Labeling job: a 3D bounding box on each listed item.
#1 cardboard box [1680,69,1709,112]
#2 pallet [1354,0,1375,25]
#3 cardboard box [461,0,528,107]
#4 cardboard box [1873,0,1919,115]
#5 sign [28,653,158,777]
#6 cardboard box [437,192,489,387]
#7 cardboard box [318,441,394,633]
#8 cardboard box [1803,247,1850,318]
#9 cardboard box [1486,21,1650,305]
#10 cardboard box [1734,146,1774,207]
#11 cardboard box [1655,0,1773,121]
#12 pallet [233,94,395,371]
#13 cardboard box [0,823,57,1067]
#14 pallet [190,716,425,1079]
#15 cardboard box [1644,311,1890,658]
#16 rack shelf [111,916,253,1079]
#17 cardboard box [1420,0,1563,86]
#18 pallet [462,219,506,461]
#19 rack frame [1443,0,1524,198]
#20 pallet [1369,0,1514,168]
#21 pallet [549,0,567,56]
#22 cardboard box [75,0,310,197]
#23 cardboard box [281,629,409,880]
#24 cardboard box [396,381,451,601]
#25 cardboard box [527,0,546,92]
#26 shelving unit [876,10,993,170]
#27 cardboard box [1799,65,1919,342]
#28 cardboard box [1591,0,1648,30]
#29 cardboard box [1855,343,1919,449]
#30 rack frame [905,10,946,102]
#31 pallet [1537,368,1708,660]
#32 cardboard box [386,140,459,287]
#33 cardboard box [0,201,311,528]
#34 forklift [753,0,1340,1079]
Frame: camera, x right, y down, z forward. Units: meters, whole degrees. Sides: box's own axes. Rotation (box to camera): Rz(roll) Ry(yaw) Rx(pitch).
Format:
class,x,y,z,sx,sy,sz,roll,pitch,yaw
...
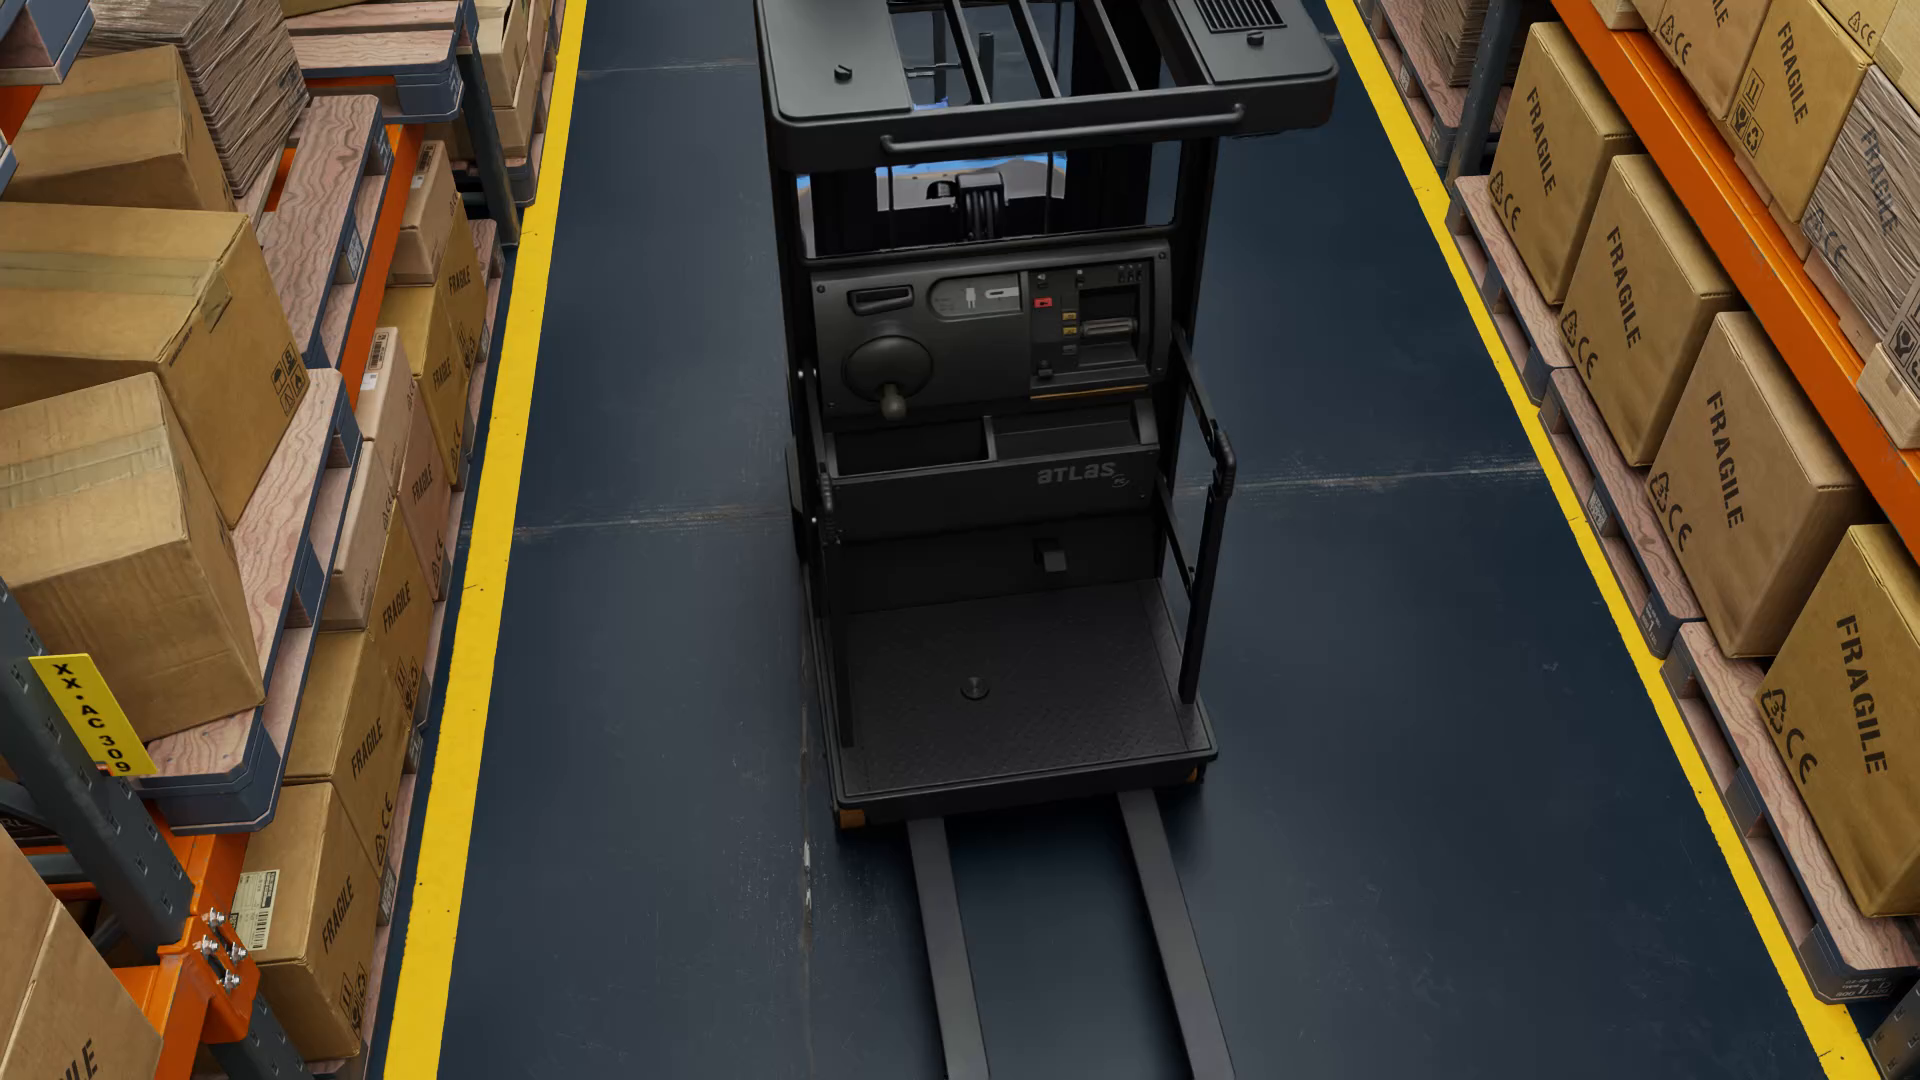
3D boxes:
class,x,y,z,sx,sy,sz,roll,pitch,yaw
cardboard box,2.522,-1.488,5.253,0.380,0.149,0.250,-3,47,-2
pallet,2.438,-3.049,8.492,1.003,0.211,1.213,-3,47,-3
cardboard box,-2.086,-2.046,6.841,0.500,0.311,0.500,-2,47,-2
cardboard box,2.566,-1.131,3.951,0.500,0.250,0.500,-3,47,-3
sign,-1.460,0.300,2.804,0.100,0.325,0.005,-3,47,-3
cardboard box,-2.023,-0.887,5.943,0.500,0.500,0.500,-2,47,-2
cardboard box,-1.882,-0.002,4.588,0.500,0.250,0.500,-3,47,-3
cardboard box,2.563,-0.737,4.542,0.380,0.149,0.250,-5,47,-4
cardboard box,2.532,-1.427,6.227,0.750,0.750,0.750,-4,47,-4
cardboard box,2.537,-1.121,4.905,0.380,0.149,0.250,-3,47,-3
cardboard box,2.461,-1.600,4.912,0.500,0.500,0.500,-4,47,-3
pallet,-2.168,-0.785,4.560,1.003,0.211,1.213,-3,47,-3
cardboard box,-1.700,0.608,2.351,0.500,0.500,0.500,-3,47,-3
pallet,-2.106,1.009,4.649,1.003,0.211,1.213,-3,47,-3
cardboard box,2.674,-0.178,5.044,0.750,0.750,0.750,-2,47,-2
rack shelf,-1.833,2.330,1.972,1.077,0.370,4.000,-3,47,-3
cardboard box,2.488,-2.371,7.348,0.700,0.500,0.500,-3,47,-3
pallet,-2.310,-0.757,6.321,1.003,0.211,1.213,-3,47,-3
rack frame,2.601,-2.562,6.110,1.000,3.000,0.127,-3,47,-3
pallet,2.537,-2.168,7.658,1.003,0.211,1.213,-3,47,-3
pallet,-2.464,-2.778,8.235,1.003,0.211,1.213,-3,47,-3
cardboard box,-2.284,-1.315,4.571,0.700,0.500,0.500,4,47,4
cardboard box,-1.854,0.594,4.540,0.500,0.500,0.500,-3,47,-3
cardboard box,-1.930,-0.134,5.229,0.500,0.500,0.500,-5,47,-5
cardboard box,-2.129,-2.217,7.389,0.500,0.250,0.500,-5,47,-4
shelving unit,-0.225,-1.407,6.050,0.538,1.500,1.048,-7,47,-6
cardboard box,2.560,-0.862,4.213,0.500,0.500,0.500,-3,47,-3
cardboard box,2.348,-1.850,5.595,0.380,0.149,0.250,-2,47,-2
cardboard box,2.523,-0.374,4.198,0.380,0.149,0.250,-3,47,-3
rack frame,-0.305,-1.772,6.395,0.500,1.500,0.032,-7,47,-6
pallet,2.691,-0.147,5.744,1.003,0.211,1.213,-3,47,-3
cardboard box,-2.014,-1.105,5.632,0.500,0.250,0.500,-2,47,-2
cardboard box,-1.938,-0.393,3.698,0.700,0.500,0.500,3,47,3
forklift,0.125,-0.440,4.148,1.130,2.935,3.031,-7,47,-6
